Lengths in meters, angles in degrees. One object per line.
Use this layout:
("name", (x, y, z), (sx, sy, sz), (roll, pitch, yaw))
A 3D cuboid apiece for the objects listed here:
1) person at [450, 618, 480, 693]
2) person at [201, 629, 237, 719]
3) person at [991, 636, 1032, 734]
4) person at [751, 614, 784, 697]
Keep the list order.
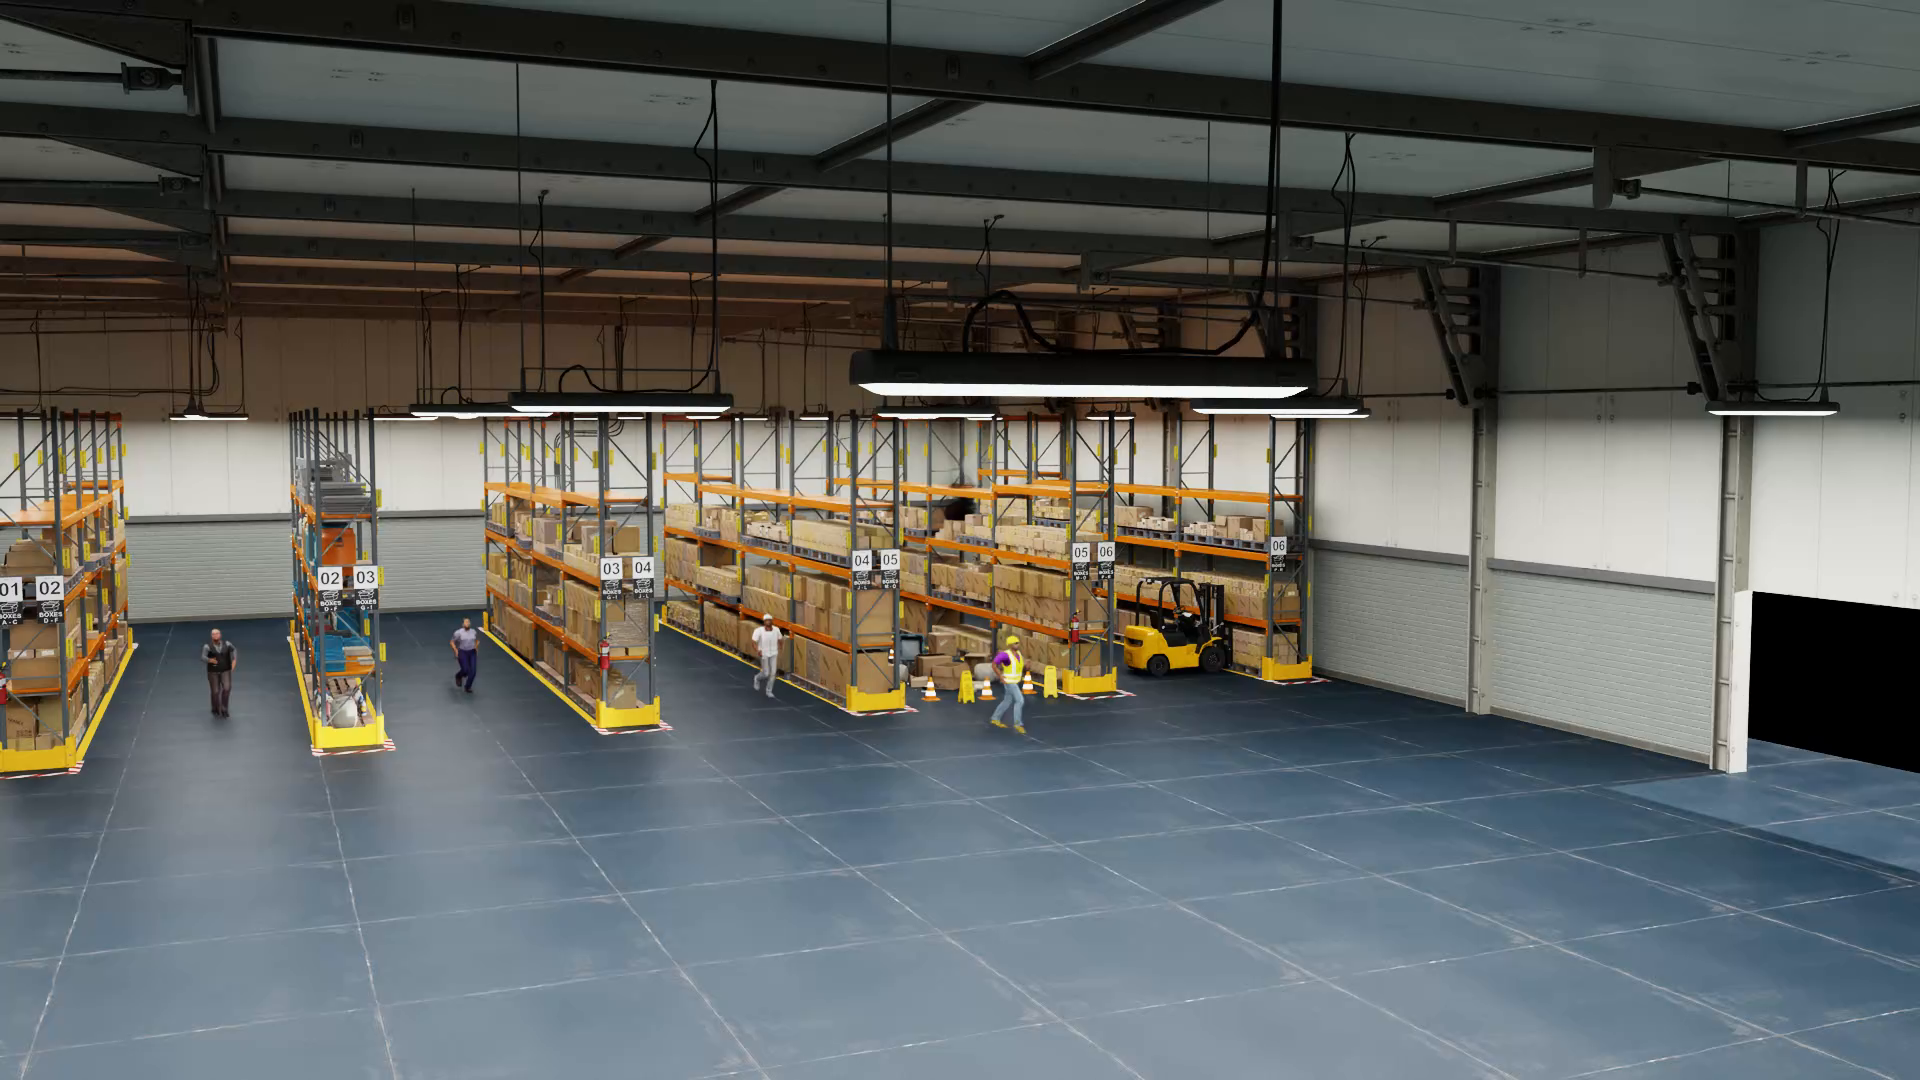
("person", (-10.488, 2.450, 35.372), (0.607, 1.593, 0.551), (-3, 5, -38))
("person", (-14.463, 2.614, 32.476), (0.659, 1.755, 0.751), (-2, 5, -28))
("person", (0.946, 2.684, 30.931), (0.788, 1.831, 0.665), (2, 4, 24))
("person", (-4.043, 2.414, 34.998), (0.698, 1.737, 0.662), (-2, 4, -26))
